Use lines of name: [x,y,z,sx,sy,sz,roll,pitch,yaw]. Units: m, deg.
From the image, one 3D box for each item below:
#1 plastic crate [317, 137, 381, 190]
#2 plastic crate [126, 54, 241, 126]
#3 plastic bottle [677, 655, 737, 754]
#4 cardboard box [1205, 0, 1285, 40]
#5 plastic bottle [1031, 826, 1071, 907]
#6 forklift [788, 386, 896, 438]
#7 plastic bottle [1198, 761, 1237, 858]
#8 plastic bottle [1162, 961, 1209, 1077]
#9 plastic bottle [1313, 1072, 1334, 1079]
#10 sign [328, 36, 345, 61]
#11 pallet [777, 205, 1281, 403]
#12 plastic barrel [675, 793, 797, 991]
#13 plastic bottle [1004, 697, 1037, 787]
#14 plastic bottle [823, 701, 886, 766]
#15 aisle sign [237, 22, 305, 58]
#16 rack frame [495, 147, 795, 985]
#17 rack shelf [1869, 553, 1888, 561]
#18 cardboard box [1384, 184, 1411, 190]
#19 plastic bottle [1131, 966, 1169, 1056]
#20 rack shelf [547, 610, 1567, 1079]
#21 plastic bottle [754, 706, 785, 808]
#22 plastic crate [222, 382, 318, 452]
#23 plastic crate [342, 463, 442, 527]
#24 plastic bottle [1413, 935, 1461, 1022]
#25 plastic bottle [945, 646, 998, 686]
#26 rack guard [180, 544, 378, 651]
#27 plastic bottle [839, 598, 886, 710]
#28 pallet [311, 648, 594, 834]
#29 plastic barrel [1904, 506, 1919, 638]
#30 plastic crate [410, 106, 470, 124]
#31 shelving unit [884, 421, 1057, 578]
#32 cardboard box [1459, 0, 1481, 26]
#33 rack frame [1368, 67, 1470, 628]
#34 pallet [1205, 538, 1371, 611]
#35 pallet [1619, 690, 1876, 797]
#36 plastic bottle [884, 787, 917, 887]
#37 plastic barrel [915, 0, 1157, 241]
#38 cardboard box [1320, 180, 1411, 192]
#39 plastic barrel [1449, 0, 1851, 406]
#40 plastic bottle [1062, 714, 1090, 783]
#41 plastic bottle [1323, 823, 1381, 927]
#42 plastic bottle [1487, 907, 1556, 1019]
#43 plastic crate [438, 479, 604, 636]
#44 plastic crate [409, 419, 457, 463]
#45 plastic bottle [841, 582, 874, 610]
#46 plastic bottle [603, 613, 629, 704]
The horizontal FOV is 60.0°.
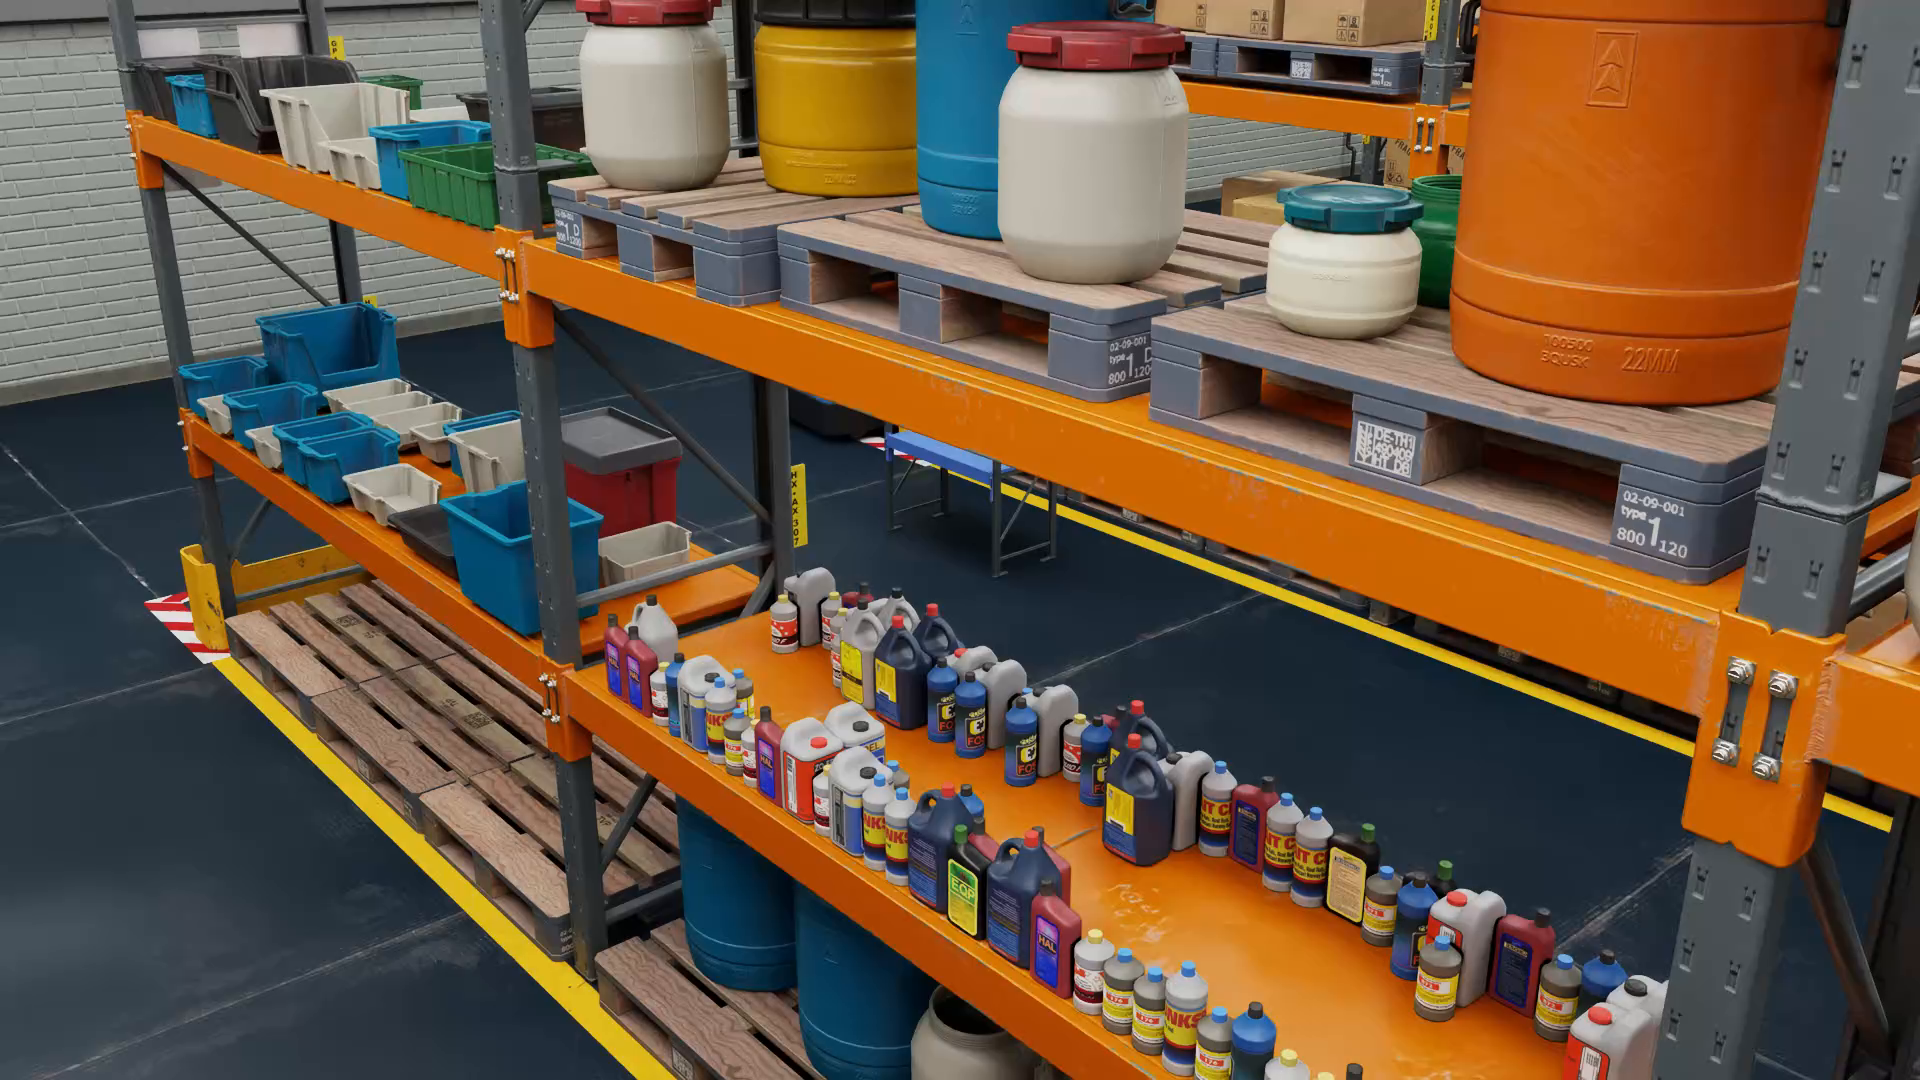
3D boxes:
plastic crate: [-2.162,-1.401,6.197,0.293,0.136,0.466,-17,27,-37]
plastic crate: [-3.614,-2.135,7.887,0.497,0.269,0.590,-17,27,-37]
plastic bottle: [-0.791,0.511,5.236,0.152,0.276,0.135,-17,27,-37]
cardboard box: [1.805,-3.082,9.278,0.700,0.500,0.500,-16,26,-35]
plastic bottle: [0.223,0.882,4.280,0.061,0.283,0.133,-17,27,-37]
forklift: [0.001,-2.517,12.892,3.031,2.935,1.130,-14,25,-32]
plastic bottle: [0.721,0.745,4.646,0.097,0.271,0.097,0,21,0]
plastic bottle: [0.514,1.081,3.787,0.097,0.271,0.097,0,21,0]
plastic bottle: [0.768,1.221,3.526,0.097,0.201,0.097,0,21,0]
sign: [-3.248,-2.455,8.669,0.100,0.325,0.005,-17,27,-37]
pallet: [0.285,-0.669,4.225,1.003,0.211,1.213,-17,27,-37]
plastic barrel: [-0.701,1.070,5.942,0.600,0.901,0.708,-17,27,-37]
plastic bottle: [0.183,0.602,5.011,0.097,0.271,0.097,0,21,0]
plastic bottle: [-0.310,0.630,4.933,0.152,0.276,0.135,-17,27,-37]
aisle sign: [-3.480,-2.272,8.606,0.394,0.787,0.004,-17,27,-37]
rack frame: [-1.044,0.134,6.030,1.000,3.000,0.127,-17,27,-37]
rack shelf: [4.014,-0.158,7.760,1.077,0.370,4.000,-17,27,-37]
cardboard box: [3.884,-3.019,14.423,0.380,0.149,0.250,-18,28,-38]
plastic bottle: [0.450,1.087,3.869,0.097,0.201,0.097,0,21,0]
rack shelf: [0.262,1.021,4.750,1.077,0.370,4.000,-17,27,-37]
plastic bottle: [-0.548,0.636,4.906,0.061,0.283,0.133,-17,27,-37]
plastic crate: [-3.313,-0.593,8.032,0.416,0.233,0.300,-17,27,-37]
plastic crate: [-2.408,-0.181,7.112,0.293,0.136,0.466,-17,27,-37]
plastic bottle: [1.145,1.042,3.983,0.097,0.201,0.097,0,21,0]
plastic bottle: [0.026,0.464,5.357,0.152,0.276,0.135,-17,27,-37]
rack guard: [-3.680,0.189,9.316,1.175,0.500,0.348,-17,27,-37]
plastic bottle: [-0.305,0.367,5.501,0.144,0.351,0.185,-17,27,-37]
pallet: [-2.354,0.901,7.894,1.003,0.211,1.213,-17,27,-37]
plastic barrel: [1.538,-0.051,2.235,0.421,0.512,0.421,0,21,0]
plastic crate: [-2.118,-1.734,7.045,0.437,0.136,0.530,-17,27,-37]
shelving unit: [0.056,-0.675,10.150,0.538,1.500,1.048,-17,27,-37]
cardboard box: [4.361,-4.299,13.439,0.500,0.250,0.500,-16,27,-36]
rack frame: [2.709,-1.045,9.040,1.000,3.000,0.127,-17,27,-37]
pallet: [2.272,0.024,10.132,1.003,0.211,1.213,-17,27,-37]
pallet: [4.070,0.786,8.189,1.003,0.211,1.213,-17,27,-37]
plastic bottle: [-0.156,0.798,4.511,0.097,0.271,0.097,0,21,0]
plastic barrel: [0.186,-1.257,4.204,0.600,0.901,0.708,-17,27,-37]
cardboard box: [2.274,-1.794,9.722,0.500,0.500,0.500,-17,27,-37]
plastic barrel: [1.199,-0.711,2.908,0.600,0.830,0.708,-17,27,-37]
plastic bottle: [0.362,0.625,5.047,0.097,0.201,0.097,0,21,0]
plastic bottle: [1.024,0.857,4.342,0.061,0.283,0.133,-17,27,-37]
plastic bottle: [1.350,0.995,3.991,0.061,0.283,0.133,-17,27,-37]
plastic crate: [-1.607,0.065,6.144,0.392,0.384,0.575,-17,27,-37]
plastic crate: [-2.399,-0.462,7.831,0.298,0.136,0.250,-17,27,-37]
plastic bottle: [-0.356,0.273,5.834,0.061,0.283,0.133,-17,27,-37]
plastic bottle: [-1.127,0.391,5.533,0.061,0.283,0.133,-17,27,-37]
